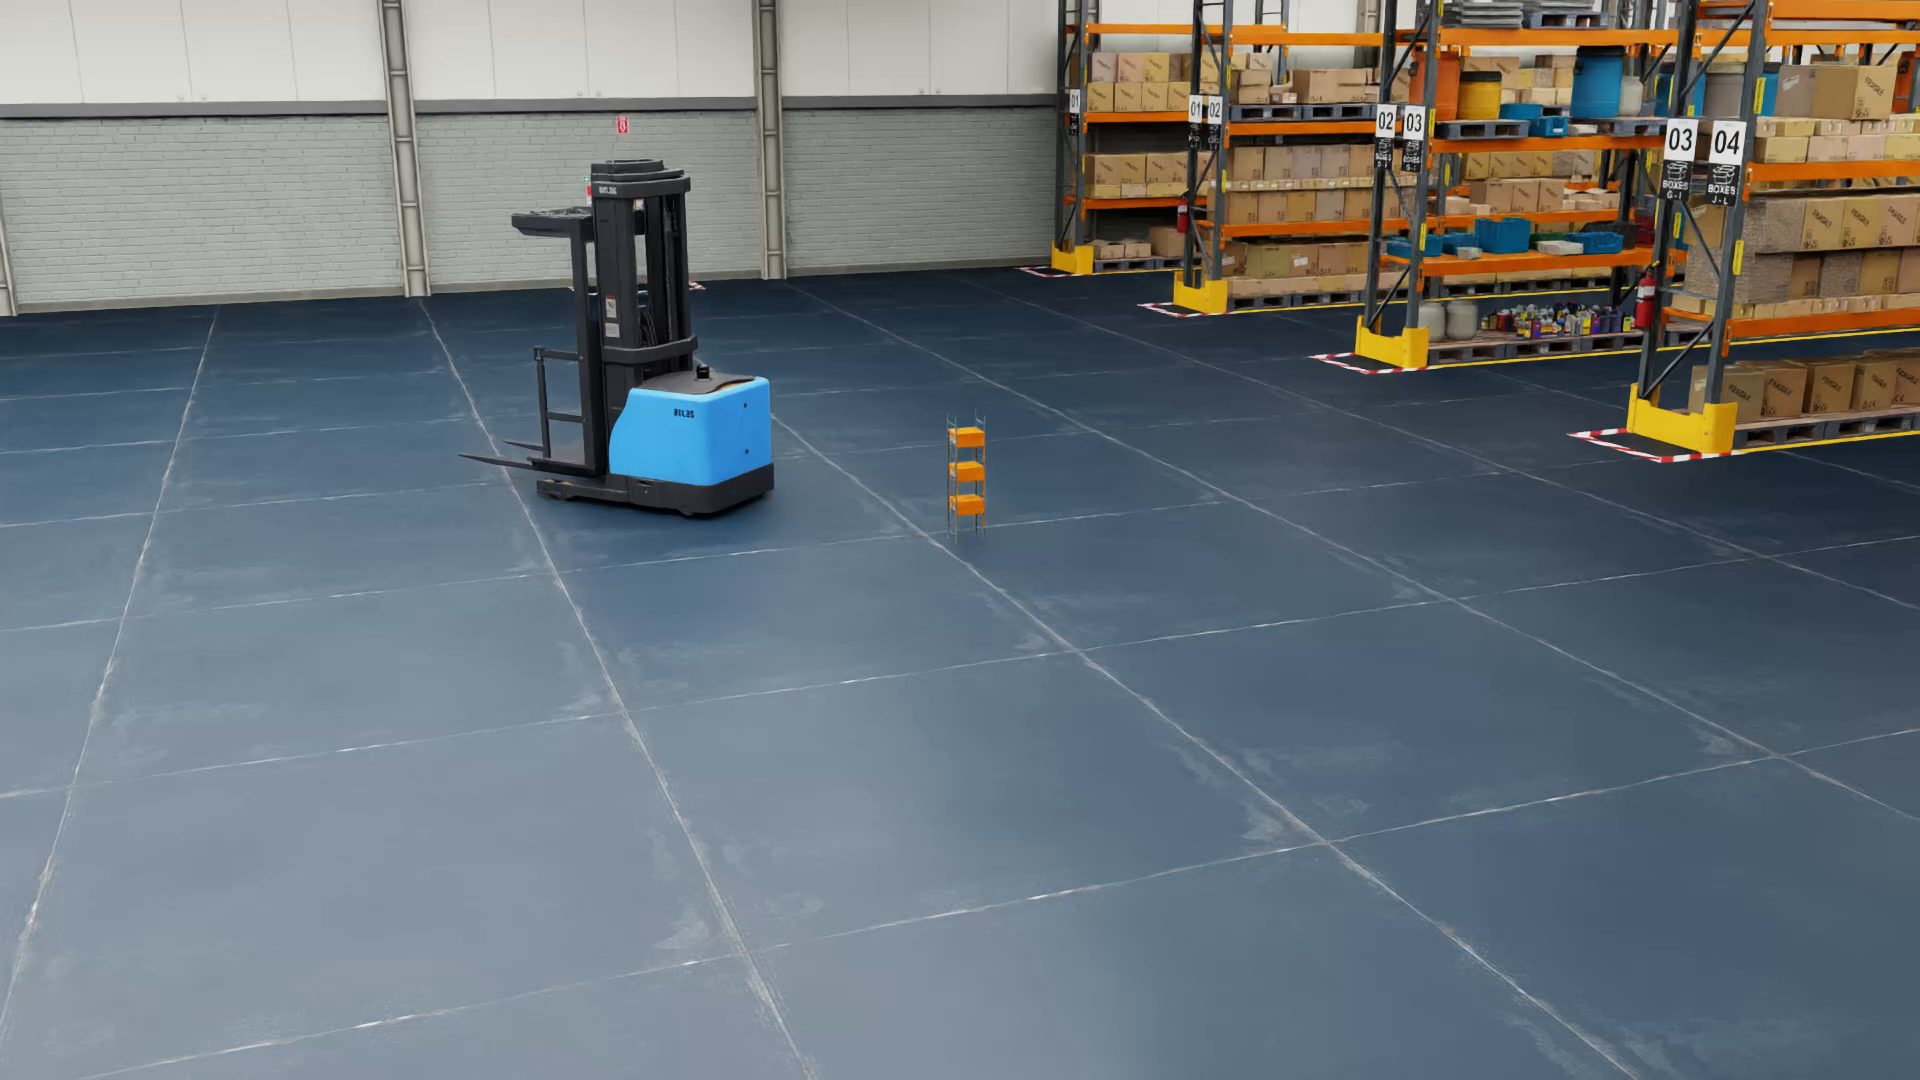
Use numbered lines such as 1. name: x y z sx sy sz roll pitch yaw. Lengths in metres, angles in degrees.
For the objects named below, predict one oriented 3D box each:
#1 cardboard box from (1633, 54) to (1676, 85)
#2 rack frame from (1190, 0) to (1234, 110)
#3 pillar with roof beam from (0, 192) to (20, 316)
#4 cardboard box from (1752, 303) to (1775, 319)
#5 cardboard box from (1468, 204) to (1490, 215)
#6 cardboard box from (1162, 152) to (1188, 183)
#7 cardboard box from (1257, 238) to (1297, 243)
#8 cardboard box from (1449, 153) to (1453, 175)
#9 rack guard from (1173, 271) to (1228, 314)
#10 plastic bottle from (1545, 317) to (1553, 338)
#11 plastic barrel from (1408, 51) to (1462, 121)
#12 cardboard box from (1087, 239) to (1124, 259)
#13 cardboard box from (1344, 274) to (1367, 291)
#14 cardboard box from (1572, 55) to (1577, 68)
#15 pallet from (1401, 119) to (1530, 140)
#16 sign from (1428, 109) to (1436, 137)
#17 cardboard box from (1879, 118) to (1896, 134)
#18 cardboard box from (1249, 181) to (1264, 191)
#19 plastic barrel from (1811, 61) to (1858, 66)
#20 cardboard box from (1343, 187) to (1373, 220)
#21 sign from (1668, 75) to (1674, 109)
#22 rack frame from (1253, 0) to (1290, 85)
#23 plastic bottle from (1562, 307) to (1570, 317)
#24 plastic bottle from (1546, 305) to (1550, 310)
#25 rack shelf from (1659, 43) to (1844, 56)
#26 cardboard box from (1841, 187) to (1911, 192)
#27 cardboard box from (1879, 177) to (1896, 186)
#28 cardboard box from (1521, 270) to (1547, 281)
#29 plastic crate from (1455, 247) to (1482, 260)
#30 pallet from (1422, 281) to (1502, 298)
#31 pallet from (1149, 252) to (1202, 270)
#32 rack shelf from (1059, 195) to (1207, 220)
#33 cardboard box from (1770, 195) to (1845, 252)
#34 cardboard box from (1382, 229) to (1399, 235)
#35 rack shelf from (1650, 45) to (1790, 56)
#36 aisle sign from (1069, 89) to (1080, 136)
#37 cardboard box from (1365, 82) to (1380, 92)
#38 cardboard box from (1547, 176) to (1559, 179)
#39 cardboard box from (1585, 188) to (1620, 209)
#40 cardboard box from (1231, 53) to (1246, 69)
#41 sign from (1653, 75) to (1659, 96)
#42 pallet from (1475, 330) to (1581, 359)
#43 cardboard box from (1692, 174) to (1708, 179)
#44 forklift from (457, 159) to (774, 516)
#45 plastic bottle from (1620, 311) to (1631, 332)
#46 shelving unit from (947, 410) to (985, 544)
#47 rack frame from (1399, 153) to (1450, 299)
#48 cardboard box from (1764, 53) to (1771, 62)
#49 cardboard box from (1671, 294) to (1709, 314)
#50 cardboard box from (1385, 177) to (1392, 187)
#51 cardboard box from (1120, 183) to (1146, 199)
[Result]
1. cardboard box: 11.632 -7.872 27.807 0.500 0.500 0.500 -6 17 -20
2. rack frame: 3.752 -7.935 24.649 0.127 3.000 1.000 -6 17 -20
3. pillar with roof beam: -12.948 -6.589 20.064 0.400 9.000 9.100 -6 17 -20
4. cardboard box: 7.885 -2.315 16.605 0.250 0.149 0.380 -6 17 -20
5. cardboard box: 8.388 -5.375 27.024 0.250 0.149 0.380 -6 17 -20
6. cardboard box: 3.957 -6.779 30.259 0.500 0.500 0.500 -6 17 -18
7. cardboard box: 5.075 -4.536 26.524 0.500 0.500 0.500 -6 17 -20
8. cardboard box: 9.793 -7.483 33.017 0.500 0.500 0.500 -6 17 -20
9. rack guard: 3.729 -3.855 25.838 0.348 0.500 1.175 -6 17 -20
10. plastic bottle: 7.739 -2.800 21.872 0.097 0.271 0.097 0 16 0
11. plastic barrel: 5.929 -5.682 20.793 0.708 0.830 0.600 -6 17 -20
12. cardboard box: 2.654 -5.327 30.405 0.500 0.311 0.500 -8 18 -26
13. cardboard box: 6.200 -4.136 26.493 0.500 0.250 0.500 -6 17 -20
14. cardboard box: 12.313 -9.573 33.262 0.500 0.250 0.500 -5 17 -16
15. pallet: 6.328 -5.159 20.855 1.213 0.211 1.003 -6 17 -20
16. sign: 5.714 -5.051 20.136 0.005 0.325 0.100 -6 17 -20
17. cardboard box: 9.076 -4.135 16.590 0.250 0.149 0.380 -6 18 -21
18. cardboard box: 4.441 -5.426 25.423 0.250 0.149 0.380 -7 18 -22
19. plastic barrel: 12.147 -6.214 23.220 0.600 0.901 0.600 0 16 0
20. cardboard box: 6.115 -5.357 26.339 0.500 0.500 0.700 -6 17 -19
21. sign: 7.113 -4.462 16.574 0.005 0.325 0.100 -6 17 -20
22. rack frame: 5.711 -9.641 30.459 0.127 3.000 1.000 -6 17 -20
23. plastic bottle: 8.262 -3.040 22.687 0.097 0.271 0.097 0 16 0
24. plastic bottle: 8.008 -3.067 22.759 0.133 0.283 0.061 -5 17 -18
25. rack shelf: 13.090 -8.406 28.240 4.000 0.370 1.077 -6 17 -20
26. cardboard box: 9.584 -3.444 17.522 0.500 0.500 0.500 -6 17 -20
27. cardboard box: 16.476 -6.396 29.879 0.500 0.500 0.500 -6 17 -20
28. cardboard box: 9.388 -4.473 27.640 0.500 0.250 0.500 -6 17 -19
29. plastic crate: 6.472 -3.632 21.111 0.250 0.136 0.298 -6 17 -20
30. pallet: 8.161 -4.207 27.548 1.213 0.211 1.003 -6 17 -20
31. pallet: 3.955 -5.224 31.012 1.213 0.211 1.003 -6 17 -20
32. rack shelf: 3.843 -6.216 30.719 4.000 0.370 1.077 -6 17 -20
33. cardboard box: 8.374 -3.153 16.530 0.500 0.500 0.500 -6 17 -20
34. cardboard box: 8.270 -6.070 32.601 0.500 0.500 0.700 -6 17 -20
35. rack shelf: 15.049 -10.112 34.050 4.000 0.370 1.077 -6 17 -20
36. aisle sign: 2.016 -7.521 29.271 0.004 0.787 0.394 -6 17 -20
37. cardboard box: 6.418 -7.089 26.256 0.500 0.311 0.500 -7 18 -23
38. cardboard box: 11.765 -7.233 33.317 0.250 0.149 0.380 -7 18 -22
39. cardboard box: 10.867 -5.795 28.167 0.500 0.311 0.500 -5 17 -17
40. cardboard box: 4.829 -8.559 30.110 0.500 0.500 0.500 -5 17 -17
41. sign: 11.413 -7.442 27.234 0.005 0.325 0.100 -6 17 -20
42. pallet: 7.473 -2.637 22.205 1.213 0.211 1.003 -6 17 -20
43. cardboard box: 12.692 -6.248 28.627 0.500 0.500 0.700 -3 17 -10
44. forklift: -3.213 -1.883 14.807 3.031 2.935 1.130 8 18 27
45. plastic bottle: 8.925 -2.929 22.288 0.133 0.283 0.061 -5 17 -17
46. shelving unit: 0.050 -0.509 13.469 0.252 1.050 0.215 -6 17 -20
47. rack frame: 7.487 -5.460 26.867 0.127 3.000 1.000 -6 17 -20
48. cardboard box: 16.331 -9.804 34.348 0.500 0.500 0.500 -6 17 -20
49. cardboard box: 7.485 -2.412 16.935 0.250 0.149 0.380 -6 17 -20
50. cardboard box: 6.590 -5.657 26.210 0.250 0.149 0.380 -6 17 -20
51. cardboard box: 3.025 -6.319 30.023 0.500 0.250 0.500 -7 18 -22
